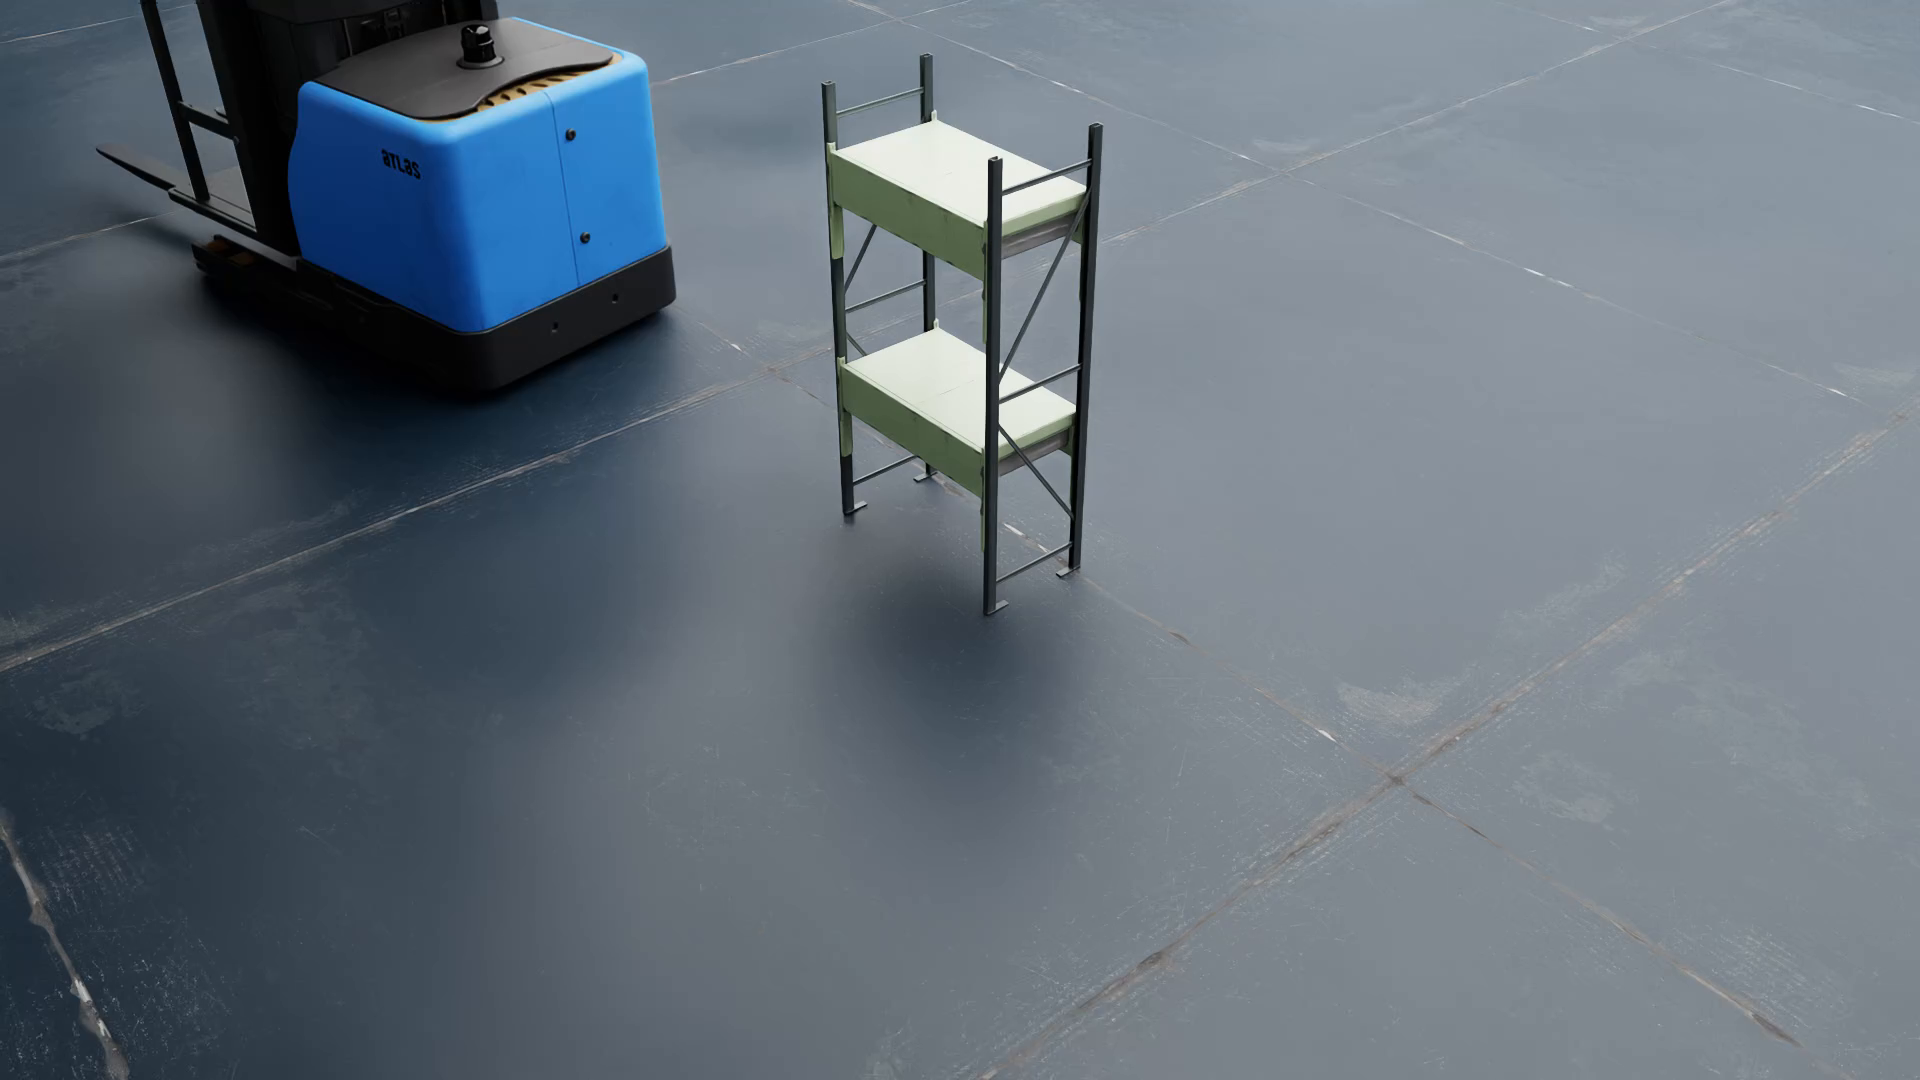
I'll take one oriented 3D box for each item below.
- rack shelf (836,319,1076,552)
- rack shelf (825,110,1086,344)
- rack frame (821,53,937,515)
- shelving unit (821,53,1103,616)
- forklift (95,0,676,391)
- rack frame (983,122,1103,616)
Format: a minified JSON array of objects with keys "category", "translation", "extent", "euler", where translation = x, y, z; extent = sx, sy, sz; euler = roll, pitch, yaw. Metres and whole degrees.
[{"category":"rack shelf","translation":[-0.004,-0.349,5.289],"extent":[0.431,0.370,0.720],"euler":[-26,43,-32]},{"category":"rack shelf","translation":[-0.004,-0.933,4.875],"extent":[0.431,0.370,0.720],"euler":[-26,43,-32]},{"category":"rack frame","translation":[-0.241,-0.777,5.329],"extent":[0.400,1.500,0.023],"euler":[-26,43,-32]},{"category":"shelving unit","translation":[-0.004,-0.615,5.101],"extent":[0.431,1.500,0.755],"euler":[-26,43,-32]},{"category":"forklift","translation":[-2.629,-2.448,6.450],"extent":[3.031,2.935,1.130],"euler":[25,42,31]},{"category":"rack frame","translation":[0.232,-0.453,4.873],"extent":[0.400,1.500,0.023],"euler":[-26,43,-32]}]
